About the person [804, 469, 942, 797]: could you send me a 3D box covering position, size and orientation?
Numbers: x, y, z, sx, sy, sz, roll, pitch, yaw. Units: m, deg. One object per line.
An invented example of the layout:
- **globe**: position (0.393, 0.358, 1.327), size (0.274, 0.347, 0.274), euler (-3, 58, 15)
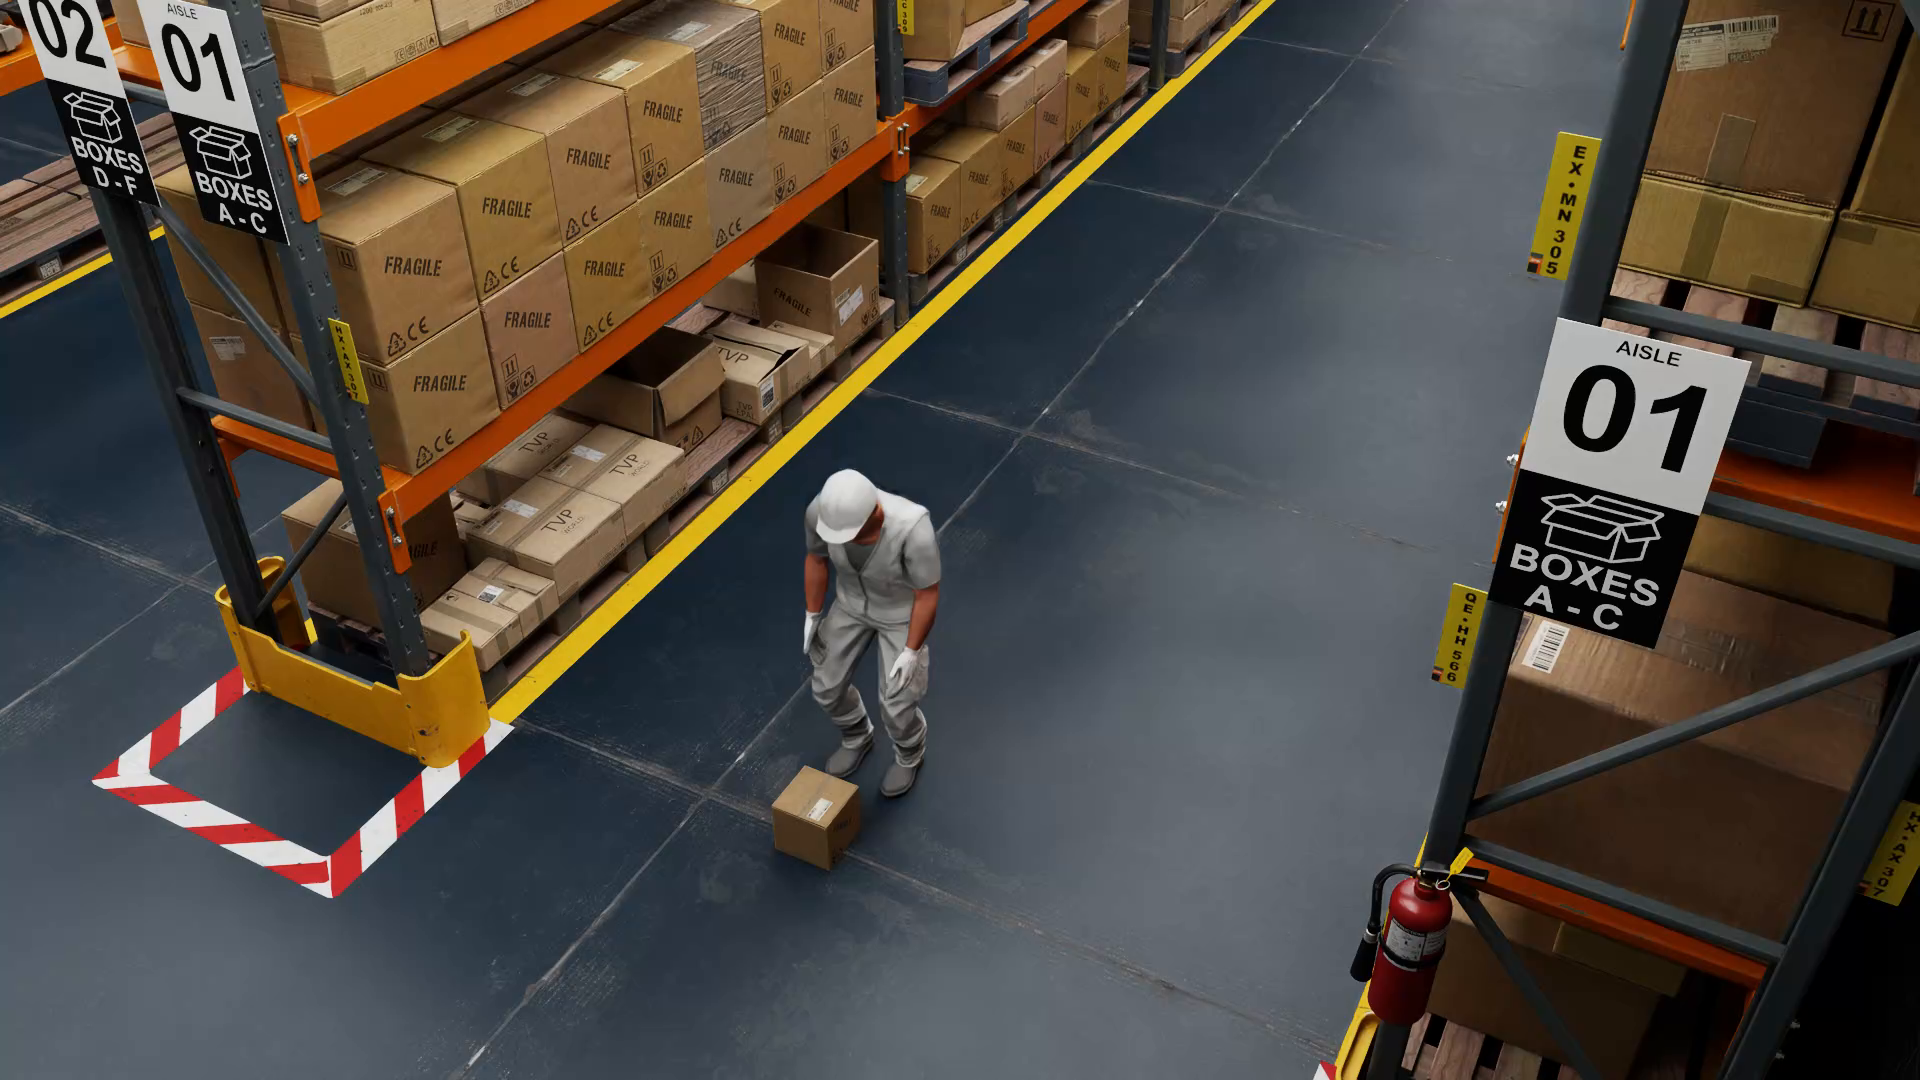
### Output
- **person**: position (-0.328, 0.329, 6.438), size (0.568, 1.627, 0.602), euler (18, 41, 22)
